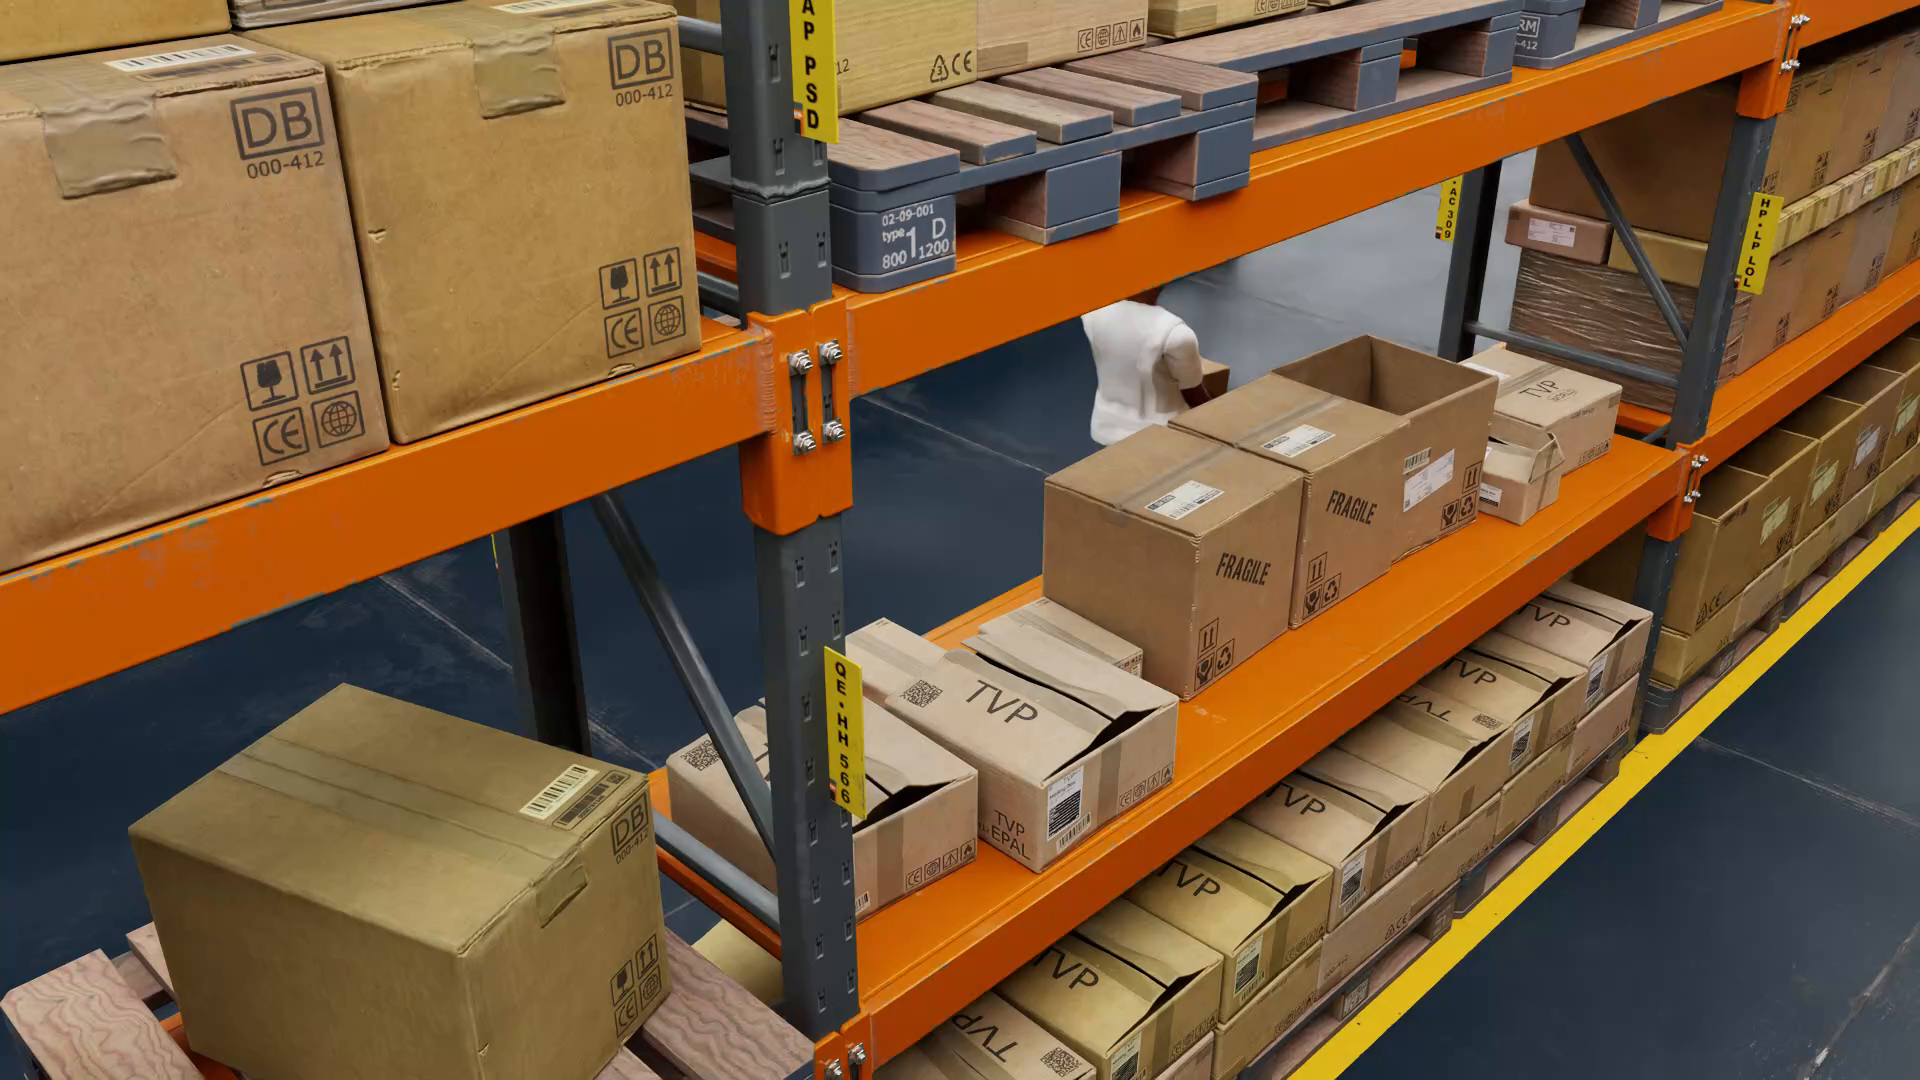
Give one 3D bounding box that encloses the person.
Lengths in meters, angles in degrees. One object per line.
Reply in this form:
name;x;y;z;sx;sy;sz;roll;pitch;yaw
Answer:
person;0.817;-0.452;6.958;0.528;1.769;0.567;24;36;38
